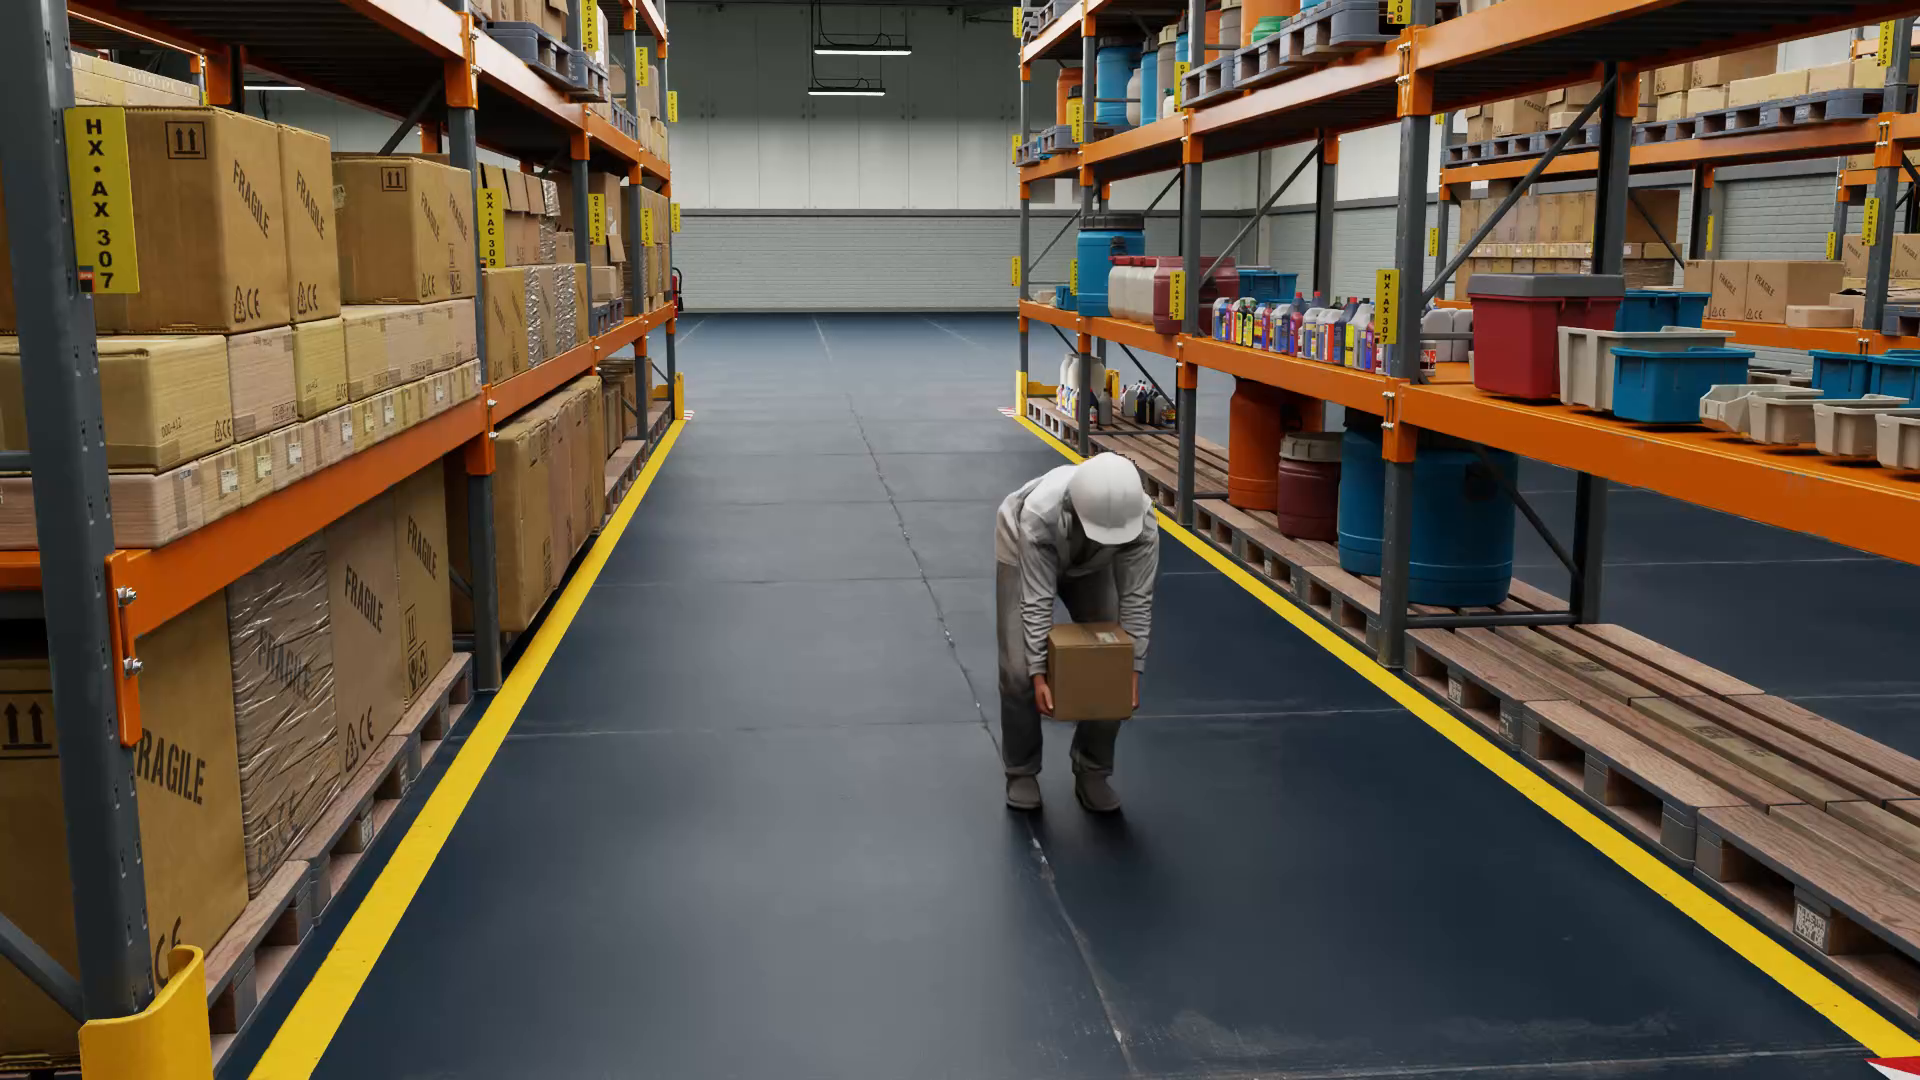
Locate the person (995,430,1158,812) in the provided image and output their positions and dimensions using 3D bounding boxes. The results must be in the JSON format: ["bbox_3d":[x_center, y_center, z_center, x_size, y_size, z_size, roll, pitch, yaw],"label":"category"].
[{"bbox_3d":[0.389,0.273,5.493,0.475,1.351,0.936,-1,10,-8],"label":"person"}]
